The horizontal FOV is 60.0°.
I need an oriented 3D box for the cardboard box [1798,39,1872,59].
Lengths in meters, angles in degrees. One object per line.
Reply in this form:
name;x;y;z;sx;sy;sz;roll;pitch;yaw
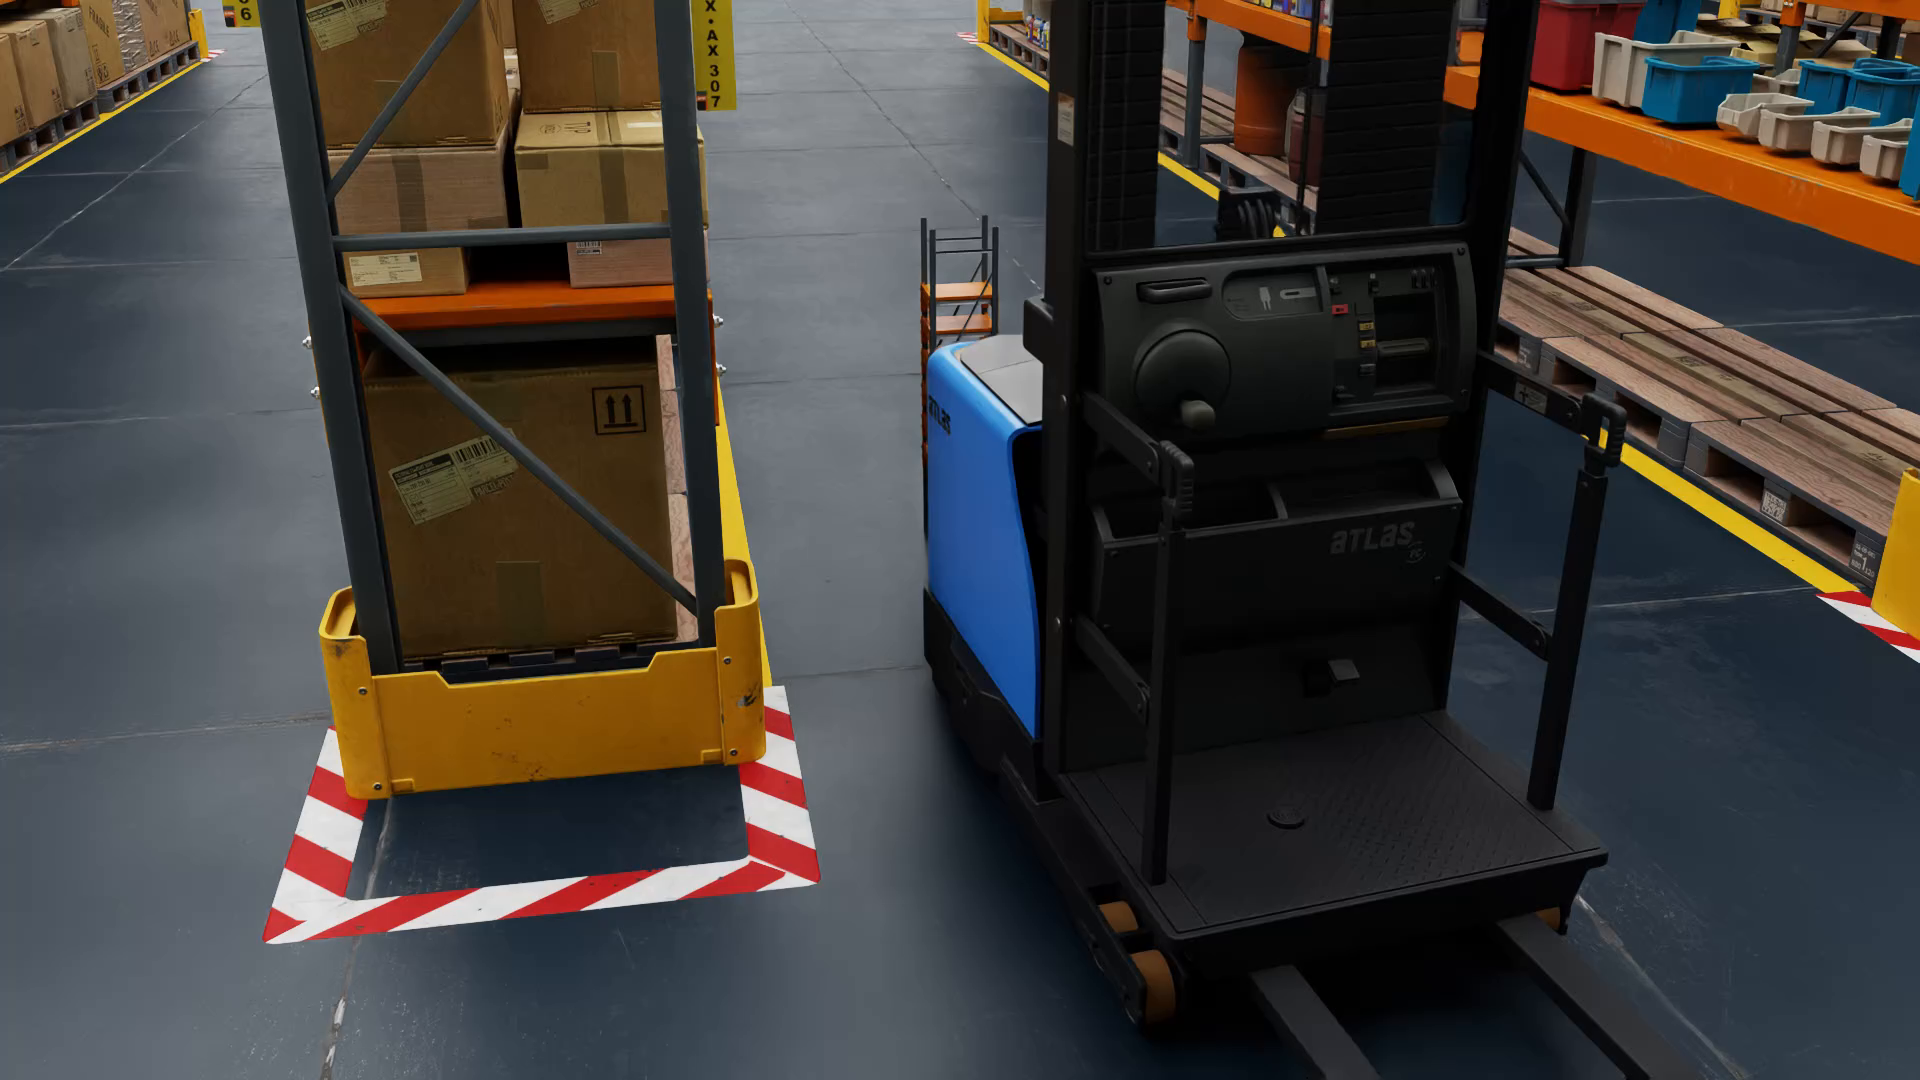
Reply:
cardboard box;7.285;-4.066;14.022;0.500;0.311;0.500;-4;24;-8

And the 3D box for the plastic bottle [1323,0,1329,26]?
plastic bottle;2.296;-3.280;10.261;0.097;0.201;0.097;0;24;0

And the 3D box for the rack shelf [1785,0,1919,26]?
rack shelf;7.463;-3.533;11.489;1.077;0.370;4.000;-4;24;-10

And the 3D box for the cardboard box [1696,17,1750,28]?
cardboard box;6.991;-4.675;15.416;0.500;0.311;0.500;-5;24;-10

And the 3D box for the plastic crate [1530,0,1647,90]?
plastic crate;2.882;-2.397;7.837;0.402;0.464;0.583;-4;24;-10

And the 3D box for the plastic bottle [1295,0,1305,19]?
plastic bottle;2.243;-3.487;10.642;0.152;0.276;0.135;-4;24;-10

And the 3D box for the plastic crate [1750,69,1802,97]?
plastic crate;3.581;-1.954;7.232;0.293;0.136;0.466;-4;24;-10

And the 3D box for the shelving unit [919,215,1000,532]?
shelving unit;-0.003;-0.556;6.023;0.258;1.200;0.189;-4;24;-10

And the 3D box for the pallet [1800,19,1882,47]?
pallet;10.833;-6.055;19.850;1.003;0.211;1.213;-4;24;-10

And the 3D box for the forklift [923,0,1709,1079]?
forklift;0.814;-0.431;3.574;1.130;2.935;3.031;-7;25;-16

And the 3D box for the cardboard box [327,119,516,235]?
cardboard box;-1.515;-1.009;4.628;0.500;0.250;0.500;-5;24;-11

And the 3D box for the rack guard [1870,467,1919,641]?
rack guard;3.721;0.017;5.587;1.175;0.500;0.348;-4;24;-10

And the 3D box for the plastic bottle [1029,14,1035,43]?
plastic bottle;0.798;-5.561;18.078;0.061;0.283;0.133;-4;24;-9

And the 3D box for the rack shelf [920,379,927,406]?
rack shelf;-0.003;-0.515;6.041;0.258;0.103;0.180;-4;24;-10

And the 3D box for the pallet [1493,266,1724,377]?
pallet;3.138;-1.146;8.611;1.003;0.211;1.213;-4;24;-10

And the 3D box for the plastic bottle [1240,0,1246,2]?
plastic bottle;2.002;-3.903;11.586;0.061;0.283;0.133;-4;24;-10

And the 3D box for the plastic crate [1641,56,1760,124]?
plastic crate;3.072;-1.877;6.933;0.416;0.233;0.300;-4;24;-10

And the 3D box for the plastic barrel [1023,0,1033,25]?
plastic barrel;0.942;-6.230;19.349;0.421;0.512;0.421;0;24;0

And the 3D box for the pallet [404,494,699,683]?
pallet;-1.389;0.199;5.531;1.003;0.211;1.213;-4;24;-10

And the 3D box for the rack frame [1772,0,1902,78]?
rack frame;7.093;-4.649;13.147;1.000;3.000;0.127;-4;24;-10

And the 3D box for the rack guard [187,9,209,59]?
rack guard;-9.020;-5.600;18.448;1.175;0.500;0.348;-4;24;-10

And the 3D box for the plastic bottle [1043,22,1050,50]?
plastic bottle;0.961;-5.309;17.512;0.152;0.276;0.135;-4;24;-9

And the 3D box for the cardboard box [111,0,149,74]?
cardboard box;-8.494;-4.989;16.055;0.875;0.875;0.875;-4;24;-9

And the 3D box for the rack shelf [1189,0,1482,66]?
rack shelf;2.594;-3.167;10.653;1.077;0.370;4.000;-4;24;-10

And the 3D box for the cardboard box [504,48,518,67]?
cardboard box;-1.802;-1.613;6.012;0.500;0.250;0.500;-4;24;-10

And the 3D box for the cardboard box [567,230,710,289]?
cardboard box;-0.905;-0.819;4.692;0.380;0.149;0.250;-4;24;-9

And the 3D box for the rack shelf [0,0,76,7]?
rack shelf;-7.906;-4.047;12.667;1.077;0.370;4.000;-4;24;-10

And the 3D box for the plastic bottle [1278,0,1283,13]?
plastic bottle;2.152;-3.619;10.950;0.097;0.271;0.097;0;24;0

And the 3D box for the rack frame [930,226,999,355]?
rack frame;0.014;-0.520;5.940;0.240;1.200;0.006;-4;24;-10

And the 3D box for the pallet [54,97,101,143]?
pallet;-8.059;-3.587;14.200;1.003;0.211;1.213;-4;24;-10

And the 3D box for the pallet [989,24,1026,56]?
pallet;0.950;-5.806;19.280;1.003;0.211;1.213;-4;24;-10

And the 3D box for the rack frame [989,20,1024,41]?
rack frame;0.745;-7.430;19.515;1.000;3.000;0.127;-4;24;-10

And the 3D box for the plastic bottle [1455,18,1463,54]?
plastic bottle;2.692;-2.767;9.086;0.097;0.201;0.097;0;24;0

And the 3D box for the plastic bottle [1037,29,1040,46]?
plastic bottle;0.874;-5.400;17.814;0.097;0.201;0.097;0;24;0

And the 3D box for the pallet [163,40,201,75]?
pallet;-8.791;-5.150;17.778;1.003;0.211;1.213;-4;24;-10

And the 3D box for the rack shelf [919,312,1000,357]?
rack shelf;-0.003;-0.735;5.945;0.258;0.103;0.180;-4;24;-10

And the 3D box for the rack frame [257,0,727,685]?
rack frame;-1.164;-0.770;4.266;1.000;3.000;0.127;-4;24;-10

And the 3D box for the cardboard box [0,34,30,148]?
cardboard box;-7.726;-3.341;12.438;1.050;0.750;0.750;-4;24;-9

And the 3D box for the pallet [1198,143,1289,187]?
pallet;2.411;-2.699;12.166;1.003;0.211;1.213;-4;24;-10

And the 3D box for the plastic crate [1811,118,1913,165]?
plastic crate;3.335;-1.466;6.114;0.396;0.136;0.243;-4;24;-10

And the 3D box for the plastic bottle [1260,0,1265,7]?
plastic bottle;2.091;-3.716;11.260;0.097;0.201;0.097;0;24;0

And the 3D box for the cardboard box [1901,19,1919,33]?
cardboard box;10.989;-6.052;18.932;0.500;0.500;0.500;-6;24;-14

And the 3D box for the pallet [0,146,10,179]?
pallet;-7.608;-2.628;12.003;1.003;0.211;1.213;-4;24;-10

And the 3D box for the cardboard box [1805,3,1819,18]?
cardboard box;10.626;-6.630;20.492;0.500;0.311;0.500;-2;24;-5

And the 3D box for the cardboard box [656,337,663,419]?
cardboard box;-1.694;-0.943;6.791;0.875;0.875;0.875;-4;24;-10

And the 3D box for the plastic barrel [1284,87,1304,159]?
plastic barrel;2.524;-2.929;11.793;0.421;0.512;0.421;0;24;0

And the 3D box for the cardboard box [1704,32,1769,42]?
cardboard box;6.651;-4.230;14.398;0.500;0.311;0.500;-5;24;-11

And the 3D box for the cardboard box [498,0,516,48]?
cardboard box;-1.882;-2.149;6.302;0.500;0.500;0.500;-5;24;-11
